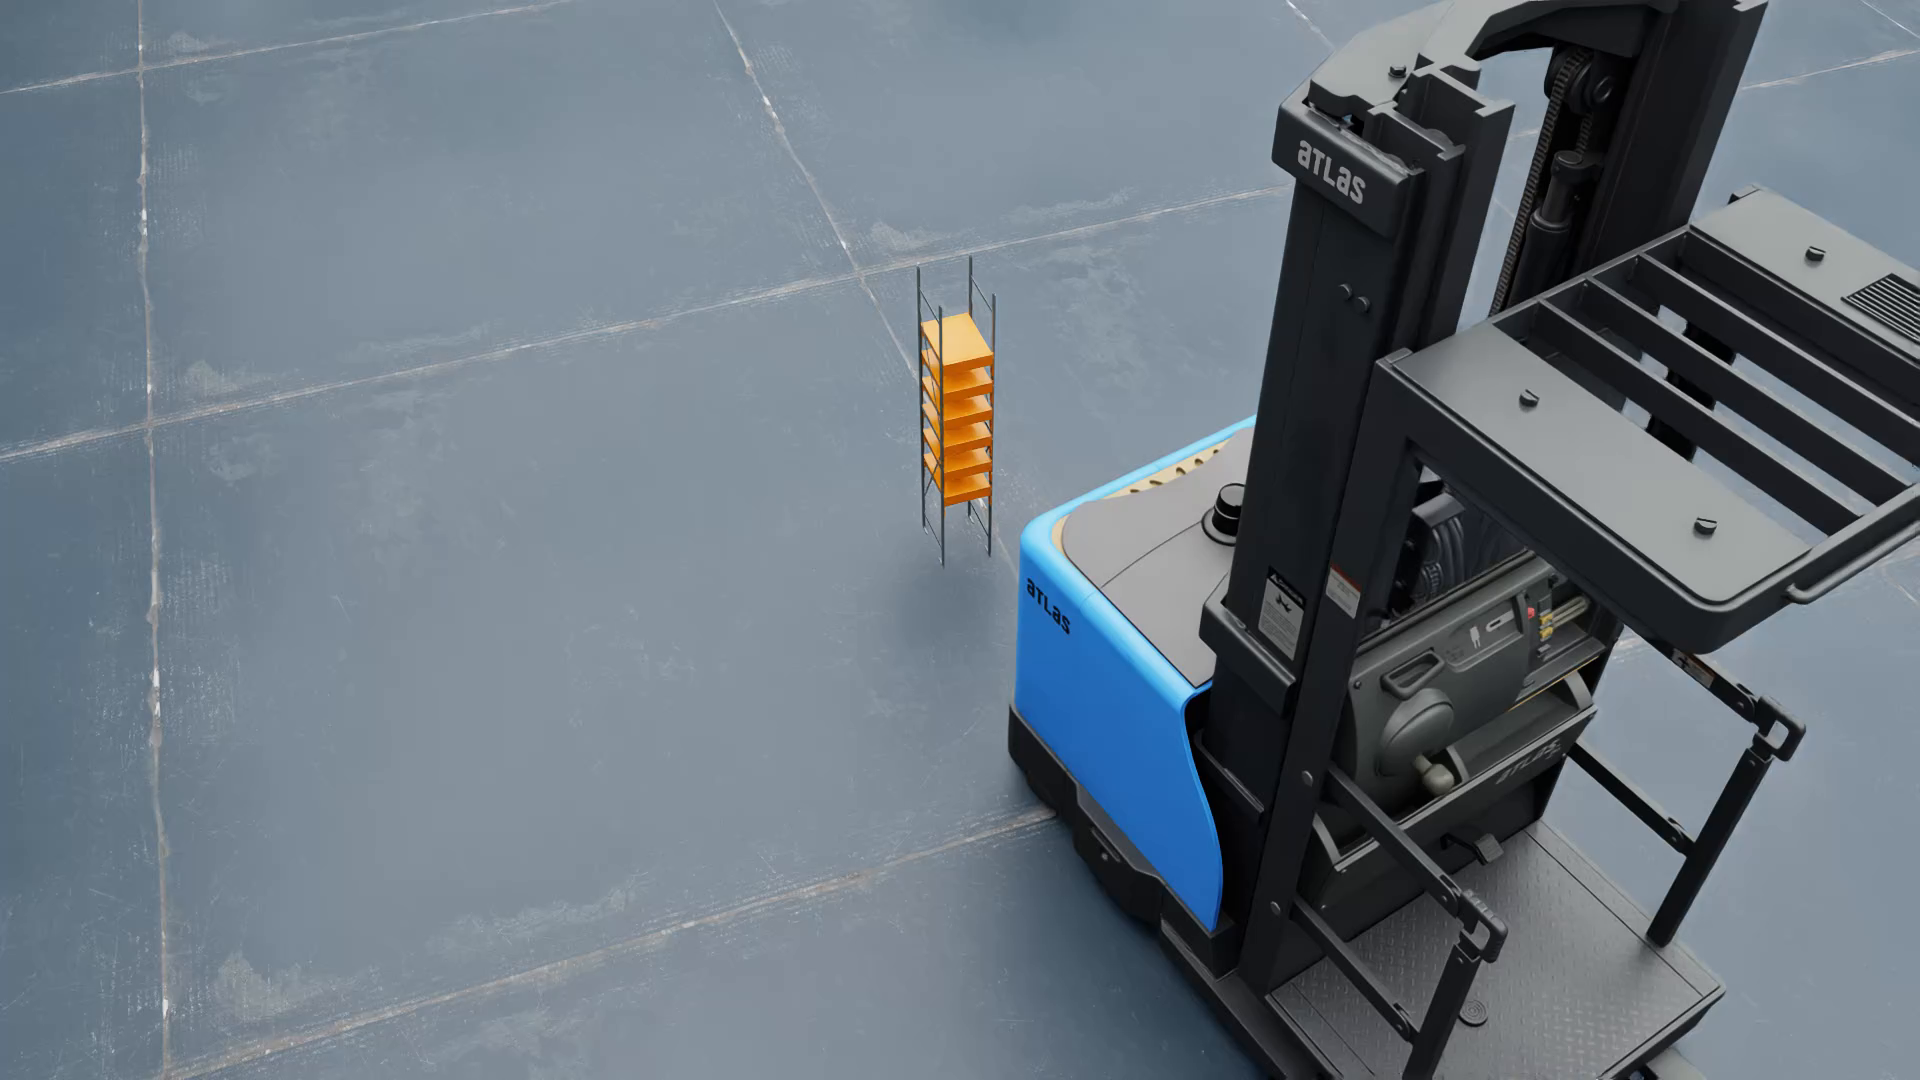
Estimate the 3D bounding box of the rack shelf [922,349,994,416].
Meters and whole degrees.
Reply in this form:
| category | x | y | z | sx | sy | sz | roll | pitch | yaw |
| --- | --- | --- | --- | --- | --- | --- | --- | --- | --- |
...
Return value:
| category | x | y | z | sx | sy | sz | roll | pitch | yaw |
| --- | --- | --- | --- | --- | --- | --- | --- | --- | --- |
| rack shelf | -0.014 | -0.558 | 5.683 | 0.180 | 0.103 | 0.258 | -14 | 47 | -14 |

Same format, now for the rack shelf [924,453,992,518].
| category | x | y | z | sx | sy | sz | roll | pitch | yaw |
| --- | --- | --- | --- | --- | --- | --- | --- | --- | --- |
| rack shelf | -0.014 | -0.219 | 6.023 | 0.180 | 0.103 | 0.258 | -14 | 47 | -14 |

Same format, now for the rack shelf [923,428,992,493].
| category | x | y | z | sx | sy | sz | roll | pitch | yaw |
| --- | --- | --- | --- | --- | --- | --- | --- | --- | --- |
| rack shelf | -0.014 | -0.304 | 5.938 | 0.180 | 0.103 | 0.258 | -14 | 47 | -14 |

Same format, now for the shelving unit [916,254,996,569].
| category | x | y | z | sx | sy | sz | roll | pitch | yaw |
| --- | --- | --- | --- | --- | --- | --- | --- | --- | --- |
| shelving unit | -0.014 | -0.420 | 5.822 | 0.189 | 1.200 | 0.258 | -14 | 47 | -14 |

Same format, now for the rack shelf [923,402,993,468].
| category | x | y | z | sx | sy | sz | roll | pitch | yaw |
| --- | --- | --- | --- | --- | --- | --- | --- | --- | --- |
| rack shelf | -0.014 | -0.389 | 5.853 | 0.180 | 0.103 | 0.258 | -14 | 47 | -14 |

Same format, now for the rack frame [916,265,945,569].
| category | x | y | z | sx | sy | sz | roll | pitch | yaw |
| --- | --- | --- | --- | --- | --- | --- | --- | --- | --- |
| rack frame | -0.100 | -0.398 | 5.800 | 0.006 | 1.200 | 0.240 | -14 | 47 | -14 |

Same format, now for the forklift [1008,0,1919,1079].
| category | x | y | z | sx | sy | sz | roll | pitch | yaw |
| --- | --- | --- | --- | --- | --- | --- | --- | --- | --- |
| forklift | 1.386 | 0.365 | 3.817 | 1.130 | 2.935 | 3.031 | -25 | 50 | -23 |

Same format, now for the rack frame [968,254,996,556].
| category | x | y | z | sx | sy | sz | roll | pitch | yaw |
| --- | --- | --- | --- | --- | --- | --- | --- | --- | --- |
| rack frame | 0.072 | -0.442 | 5.843 | 0.006 | 1.200 | 0.240 | -14 | 47 | -14 |

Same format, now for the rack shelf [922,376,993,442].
| category | x | y | z | sx | sy | sz | roll | pitch | yaw |
| --- | --- | --- | --- | --- | --- | --- | --- | --- | --- |
| rack shelf | -0.014 | -0.473 | 5.768 | 0.180 | 0.103 | 0.258 | -14 | 47 | -14 |

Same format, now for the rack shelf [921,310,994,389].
| category | x | y | z | sx | sy | sz | roll | pitch | yaw |
| --- | --- | --- | --- | --- | --- | --- | --- | --- | --- |
| rack shelf | -0.014 | -0.643 | 5.598 | 0.180 | 0.103 | 0.258 | -14 | 47 | -14 |
